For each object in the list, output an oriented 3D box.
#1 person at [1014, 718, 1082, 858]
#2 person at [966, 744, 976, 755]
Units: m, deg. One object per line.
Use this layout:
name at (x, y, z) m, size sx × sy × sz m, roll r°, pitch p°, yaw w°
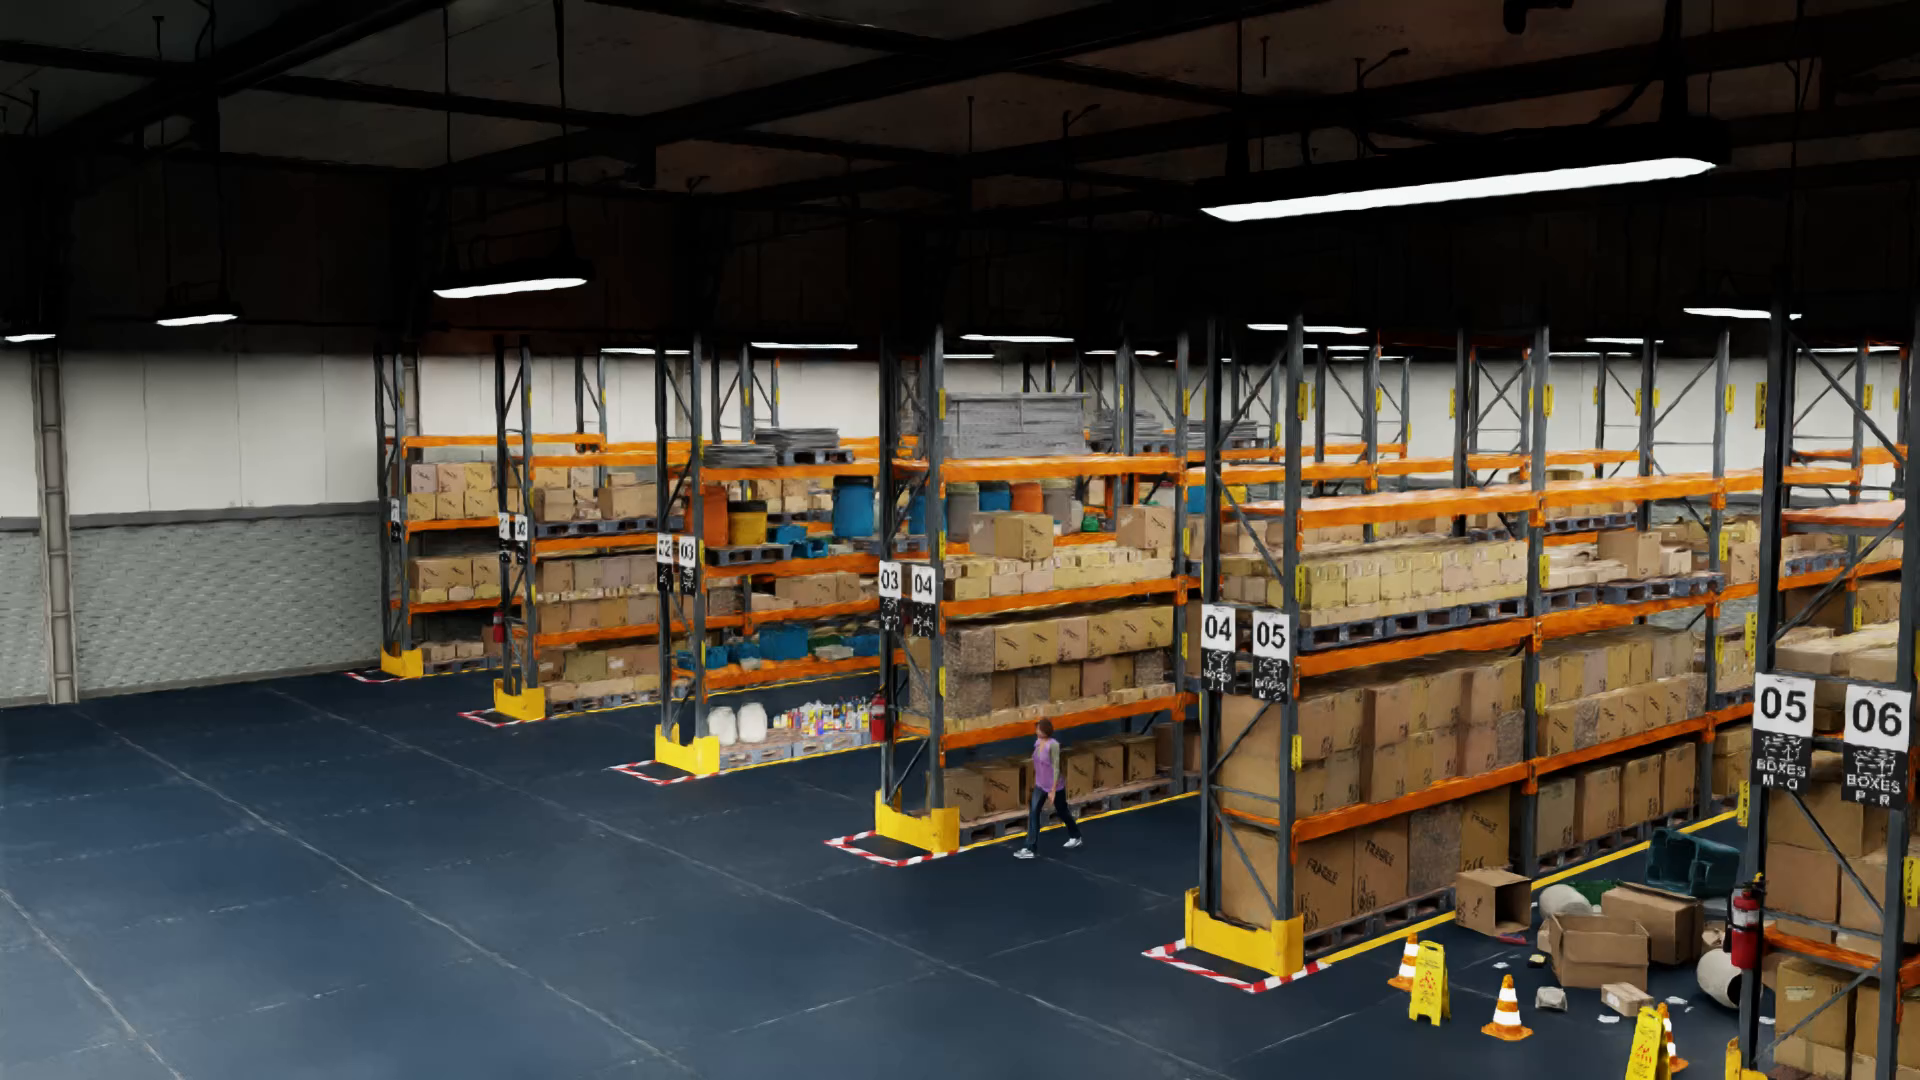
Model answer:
person at (1.002, 2.717, 18.378) m, size 0.948 × 1.539 × 0.432 m, roll -5°, pitch 7°, yaw -42°
person at (0.065, 2.179, 23.653) m, size 0.679 × 1.661 × 0.830 m, roll 3°, pitch 6°, yaw 31°
